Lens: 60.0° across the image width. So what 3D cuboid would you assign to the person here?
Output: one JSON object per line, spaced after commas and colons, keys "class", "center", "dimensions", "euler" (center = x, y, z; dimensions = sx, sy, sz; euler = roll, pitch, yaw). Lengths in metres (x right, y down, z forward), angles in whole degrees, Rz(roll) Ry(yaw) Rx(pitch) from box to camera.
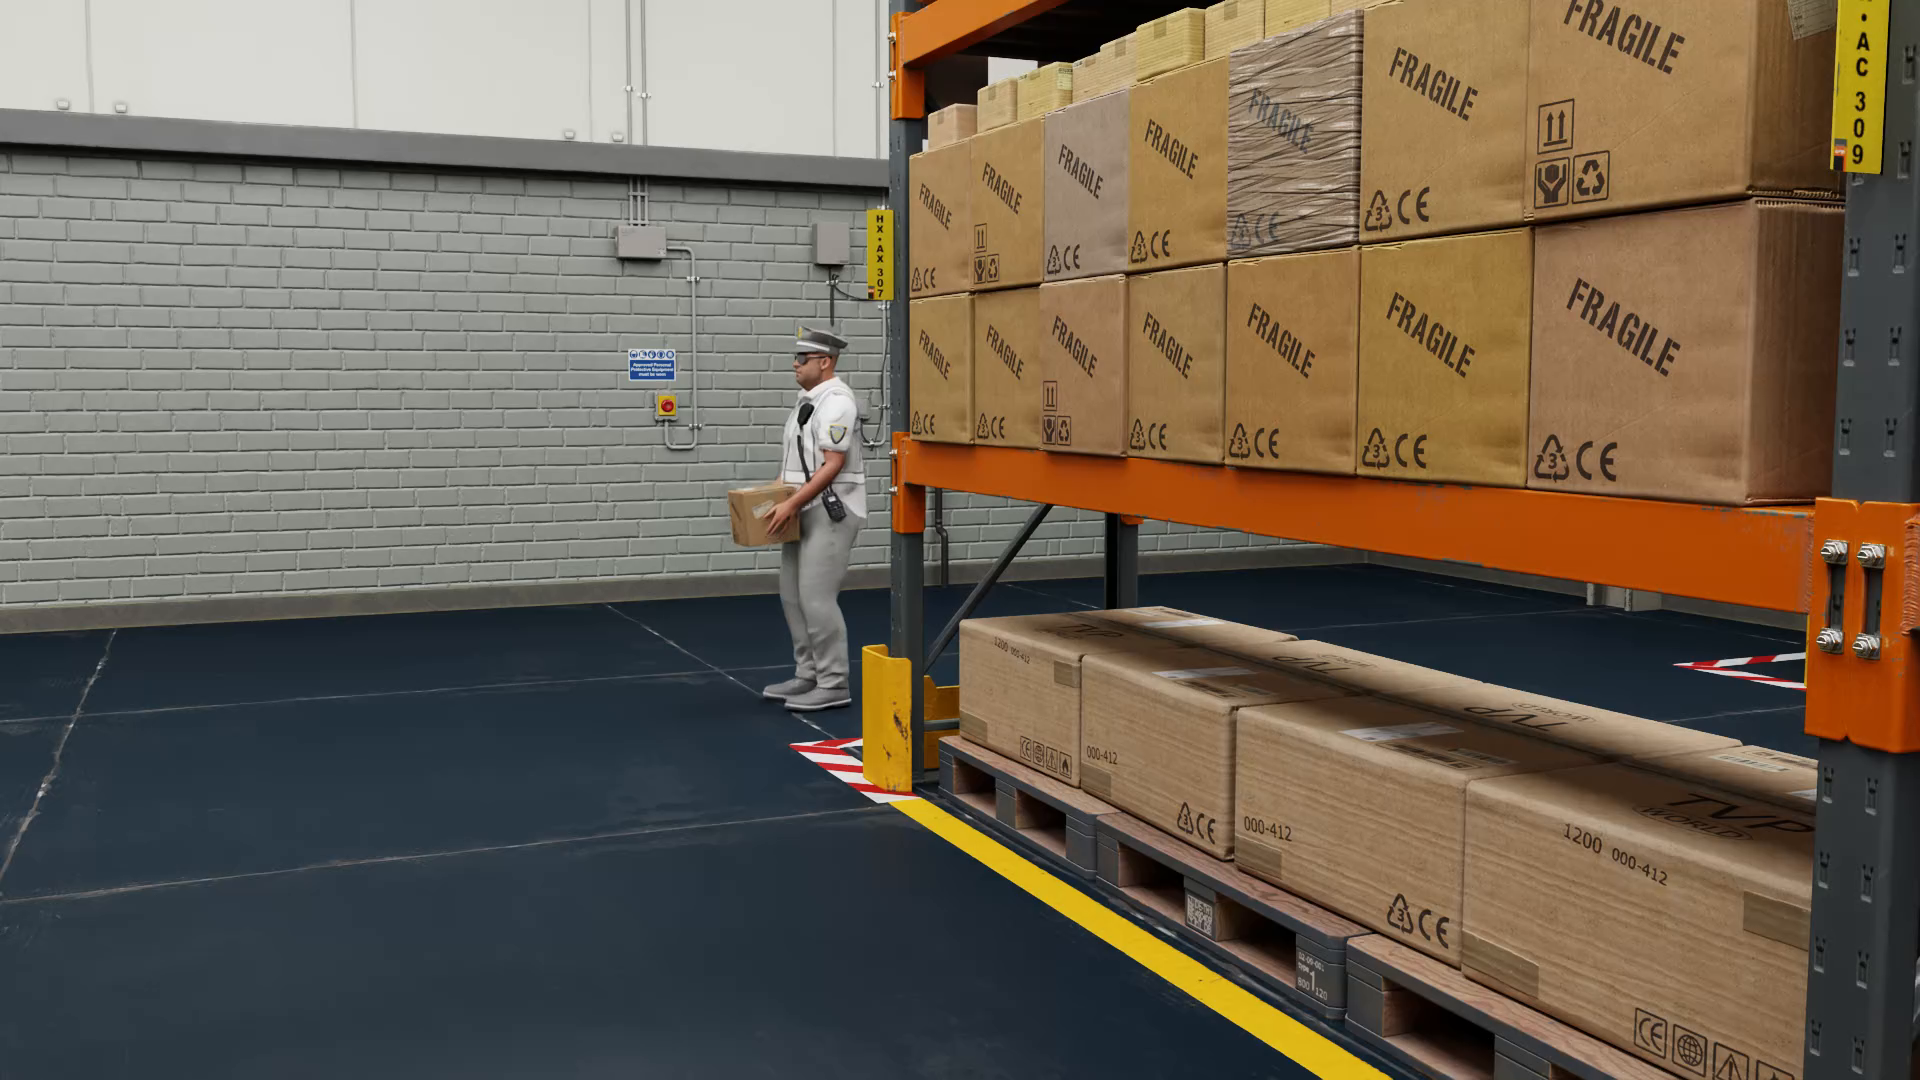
{"class": "person", "center": [-0.712, -0.111, 7.766], "dimensions": [0.512, 1.772, 0.530], "euler": [-2, 6, -24]}
